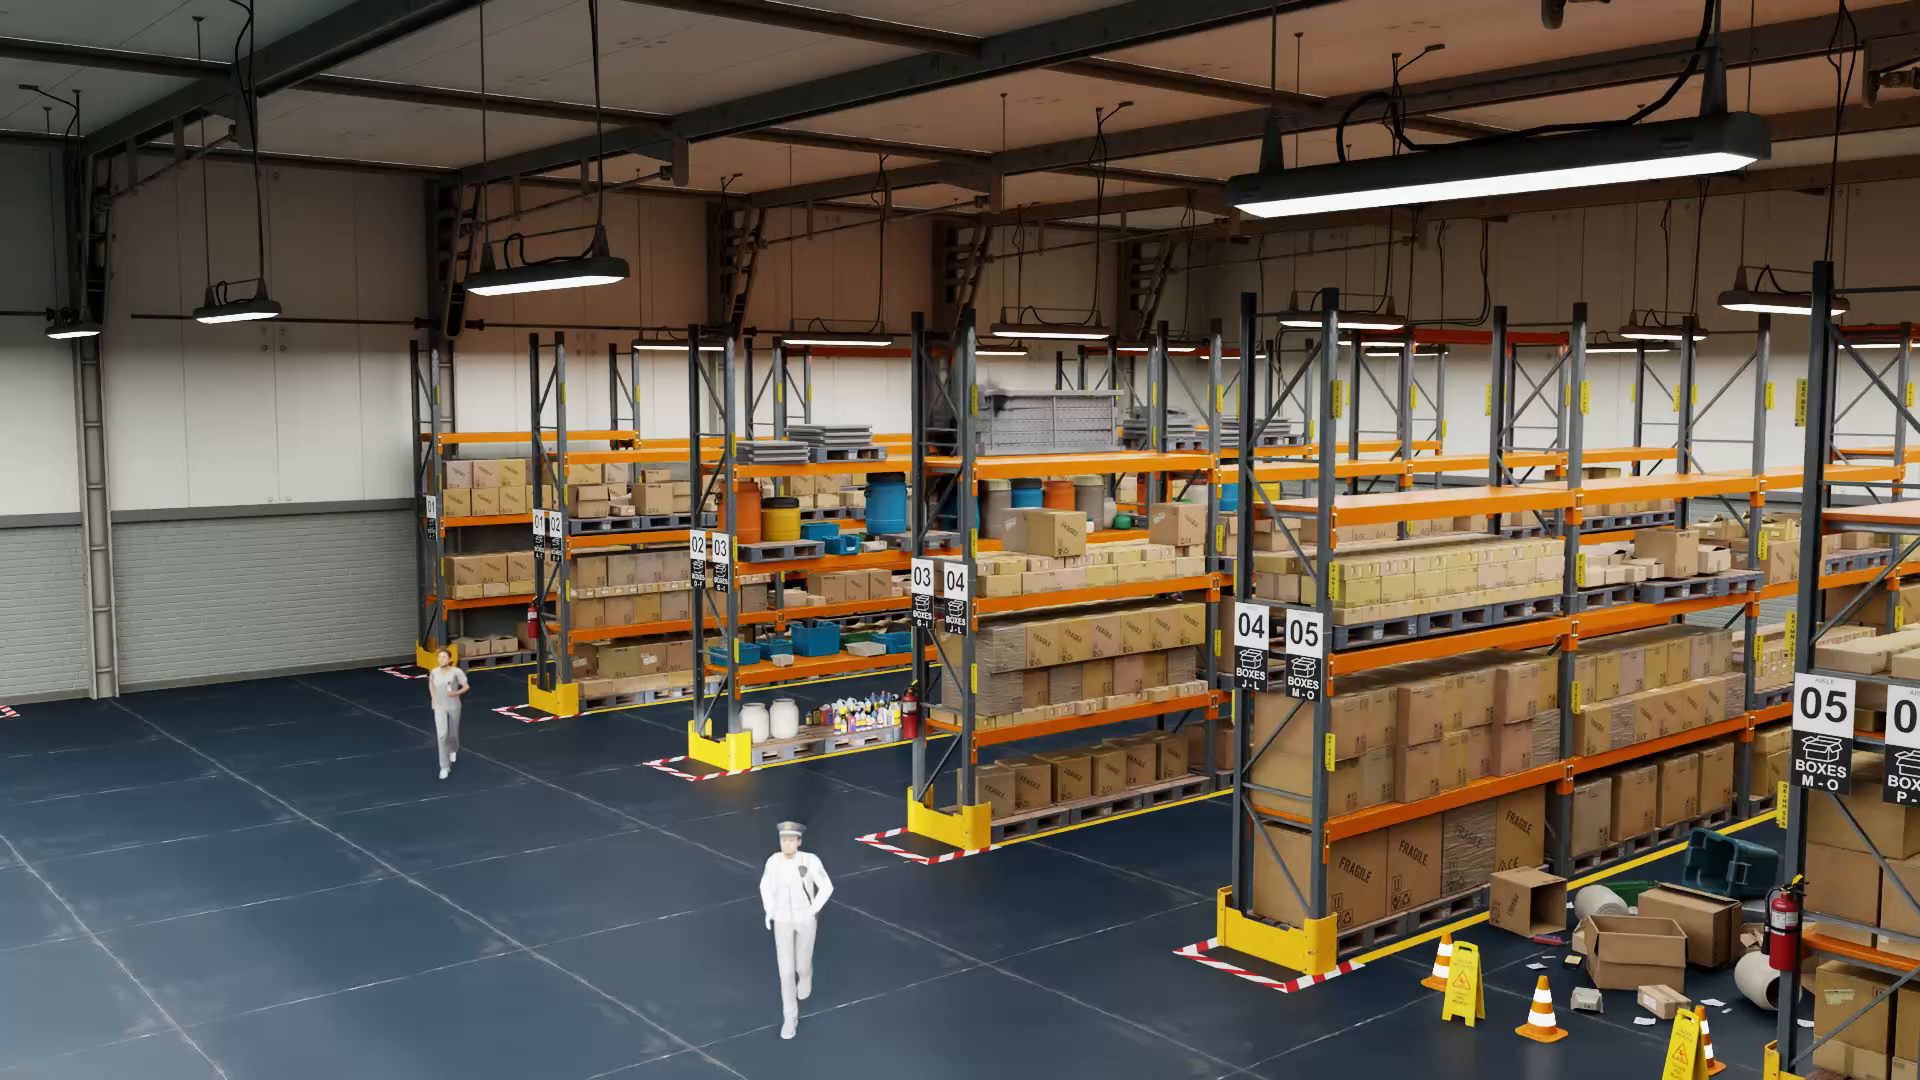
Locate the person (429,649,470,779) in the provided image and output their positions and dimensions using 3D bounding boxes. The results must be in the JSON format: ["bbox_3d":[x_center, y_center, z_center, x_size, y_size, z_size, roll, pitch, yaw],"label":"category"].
[{"bbox_3d":[-6.834,2.278,22.245,0.558,1.681,0.891,-1,5,-7],"label":"person"}]

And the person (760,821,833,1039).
[{"bbox_3d":[-1.323,3.075,13.467,0.611,1.699,0.787,0,5,4],"label":"person"}]
